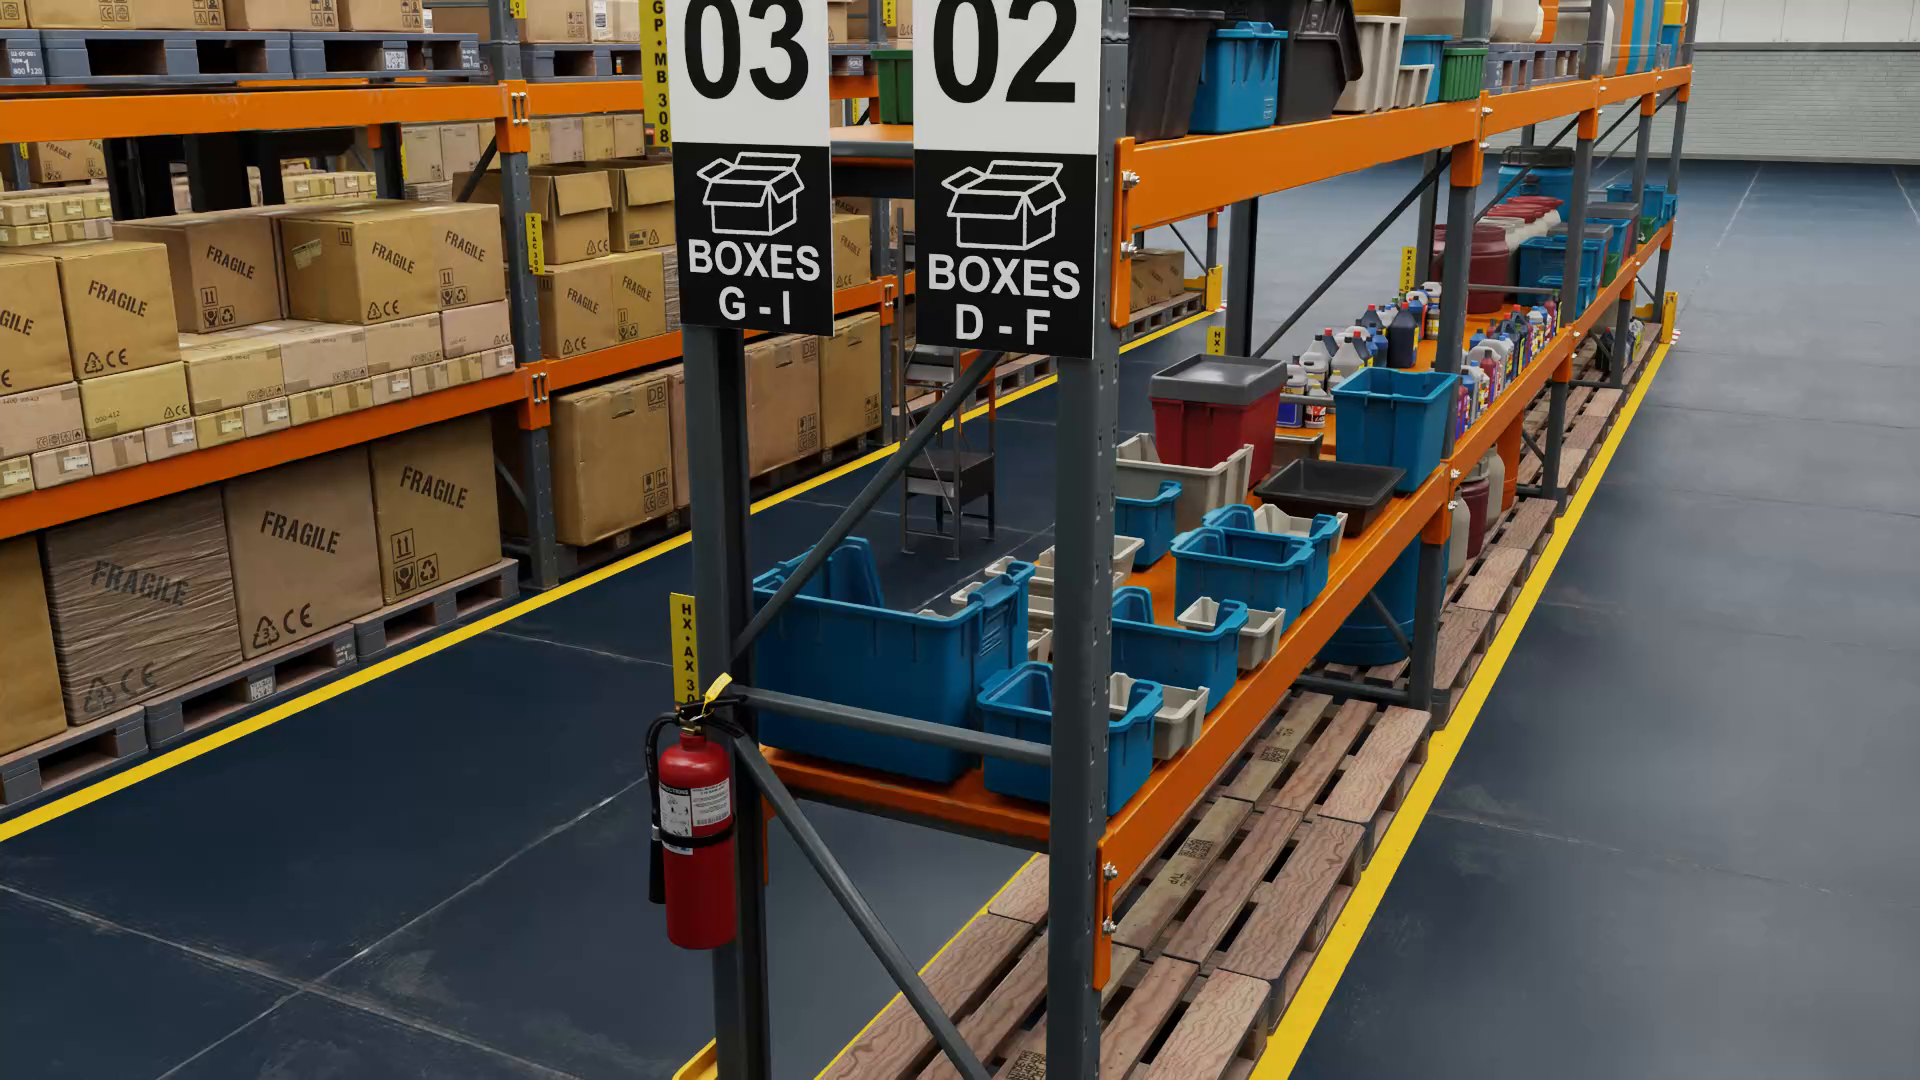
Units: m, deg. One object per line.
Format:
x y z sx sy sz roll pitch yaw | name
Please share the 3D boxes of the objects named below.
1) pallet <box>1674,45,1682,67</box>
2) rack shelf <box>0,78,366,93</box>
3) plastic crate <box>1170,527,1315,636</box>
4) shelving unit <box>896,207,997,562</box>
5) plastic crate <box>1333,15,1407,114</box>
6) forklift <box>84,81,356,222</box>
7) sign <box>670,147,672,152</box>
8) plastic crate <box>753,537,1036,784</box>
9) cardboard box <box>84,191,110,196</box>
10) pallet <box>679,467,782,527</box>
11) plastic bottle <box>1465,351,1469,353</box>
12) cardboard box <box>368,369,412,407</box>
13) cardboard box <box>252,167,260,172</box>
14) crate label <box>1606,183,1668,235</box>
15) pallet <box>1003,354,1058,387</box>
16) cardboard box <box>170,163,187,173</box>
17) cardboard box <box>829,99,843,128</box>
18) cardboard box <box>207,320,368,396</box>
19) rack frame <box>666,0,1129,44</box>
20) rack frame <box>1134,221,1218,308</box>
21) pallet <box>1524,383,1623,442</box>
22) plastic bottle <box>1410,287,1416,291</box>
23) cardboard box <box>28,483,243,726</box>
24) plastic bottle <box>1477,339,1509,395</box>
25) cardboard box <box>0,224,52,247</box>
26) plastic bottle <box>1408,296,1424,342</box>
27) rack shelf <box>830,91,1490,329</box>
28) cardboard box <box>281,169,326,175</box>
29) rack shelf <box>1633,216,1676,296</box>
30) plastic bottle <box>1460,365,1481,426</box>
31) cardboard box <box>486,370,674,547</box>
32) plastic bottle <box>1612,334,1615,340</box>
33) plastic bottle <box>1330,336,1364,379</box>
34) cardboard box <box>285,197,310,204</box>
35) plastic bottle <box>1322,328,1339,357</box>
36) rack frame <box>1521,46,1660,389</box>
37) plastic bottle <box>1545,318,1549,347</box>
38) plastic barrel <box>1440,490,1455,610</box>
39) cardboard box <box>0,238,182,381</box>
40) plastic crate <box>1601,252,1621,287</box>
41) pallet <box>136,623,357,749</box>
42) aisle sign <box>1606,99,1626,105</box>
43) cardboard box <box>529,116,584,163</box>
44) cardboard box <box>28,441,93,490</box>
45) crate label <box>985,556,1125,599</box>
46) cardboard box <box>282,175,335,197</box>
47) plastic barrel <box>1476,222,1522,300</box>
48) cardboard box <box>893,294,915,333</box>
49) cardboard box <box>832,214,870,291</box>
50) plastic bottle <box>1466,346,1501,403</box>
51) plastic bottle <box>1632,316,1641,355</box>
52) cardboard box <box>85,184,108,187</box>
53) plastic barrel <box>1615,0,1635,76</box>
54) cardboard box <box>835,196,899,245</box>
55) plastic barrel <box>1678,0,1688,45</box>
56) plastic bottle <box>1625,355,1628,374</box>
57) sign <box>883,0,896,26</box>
6.543 -4.792 16.453 1.003 0.211 1.213 8 18 25 | pallet
-6.291 -3.476 12.953 1.077 0.370 4.000 8 18 25 | rack shelf
0.844 0.128 5.014 0.416 0.233 0.300 8 18 25 | plastic crate
-0.074 -0.964 10.083 0.431 2.100 0.503 8 18 25 | shelving unit
1.118 -1.474 5.157 0.437 0.282 0.530 8 18 25 | plastic crate
-4.624 -1.664 10.980 1.130 2.935 3.031 8 18 25 | forklift
-3.120 -4.361 18.045 0.100 0.325 0.005 8 18 25 | sign
-0.166 0.278 4.153 0.616 0.435 0.499 8 18 25 | plastic crate
-6.247 -2.481 12.268 0.380 0.149 0.250 8 18 25 | cardboard box
-1.971 -0.398 11.492 1.003 0.211 1.213 8 18 25 | pallet
2.584 -0.866 8.522 0.097 0.201 0.097 0 17 0 | plastic bottle
-2.980 -0.780 8.324 0.380 0.149 0.250 8 19 26 | cardboard box
-8.283 -4.294 19.418 0.380 0.149 0.250 8 18 24 | cardboard box
6.420 -3.156 15.821 0.502 0.435 0.616 8 18 25 | crate label
0.436 -1.719 15.940 1.003 0.211 1.213 8 18 25 | pallet
-8.774 -4.369 18.530 0.500 0.500 0.500 7 18 23 | cardboard box
-2.023 -5.430 21.377 0.875 0.550 0.550 8 18 25 | cardboard box
-3.212 -0.879 7.956 0.500 0.250 0.500 9 19 26 | cardboard box
-0.149 -2.443 2.945 1.000 3.000 0.127 8 18 25 | rack frame
2.570 -4.273 19.642 1.000 3.000 0.127 8 18 25 | rack frame
4.897 -1.082 13.797 1.003 0.211 1.213 8 18 25 | pallet
2.756 -1.402 10.181 0.061 0.283 0.133 8 18 25 | plastic bottle
-3.959 0.215 7.527 0.875 0.875 0.875 8 18 25 | cardboard box
2.704 -0.891 8.474 0.152 0.276 0.135 8 18 25 | plastic bottle
-6.597 -2.138 11.637 0.380 0.149 0.250 8 19 26 | cardboard box
2.715 -1.323 9.935 0.097 0.271 0.097 0 17 0 | plastic bottle
0.745 -1.170 5.190 1.077 0.370 4.000 8 18 25 | rack shelf
-5.779 -3.164 14.567 0.380 0.149 0.250 8 18 25 | cardboard box
6.107 -2.788 15.908 1.077 0.370 4.000 8 18 25 | rack shelf
2.350 -0.689 7.795 0.152 0.276 0.135 8 18 25 | plastic bottle
-2.524 -0.565 10.151 1.225 0.875 0.875 8 18 26 | cardboard box
5.902 -1.732 15.107 0.097 0.271 0.097 0 17 0 | plastic bottle
1.886 -0.820 8.103 0.144 0.351 0.185 8 18 25 | plastic bottle
-5.556 -2.732 13.637 0.380 0.149 0.250 8 18 25 | cardboard box
1.839 -0.885 8.323 0.144 0.351 0.185 8 18 25 | plastic bottle
5.213 -2.624 14.090 1.000 3.000 0.127 8 18 25 | rack frame
3.412 -1.242 9.786 0.097 0.201 0.097 0 17 0 | plastic bottle
2.213 -0.098 8.535 0.600 0.901 0.708 8 18 25 | plastic barrel
-3.674 -0.976 6.965 0.500 0.500 0.500 8 18 24 | cardboard box
4.688 -2.043 12.506 0.450 0.188 0.662 8 18 25 | plastic crate
-3.746 0.616 8.079 1.003 0.211 1.213 8 18 25 | pallet
6.771 -4.945 17.338 0.394 0.787 0.004 8 18 25 | aisle sign
-4.281 -4.051 16.963 0.700 0.500 0.500 8 18 26 | cardboard box
-3.783 -0.323 6.784 0.380 0.149 0.250 8 18 25 | cardboard box
0.299 0.154 5.097 0.396 0.136 0.243 8 18 25 | crate label
-5.437 -2.944 13.828 0.380 0.149 0.250 9 19 27 | cardboard box
3.695 -1.948 11.618 0.421 0.512 0.421 0 17 0 | plastic barrel
-0.505 -1.918 14.015 0.500 0.250 0.500 11 20 32 | cardboard box
-1.004 -2.126 12.238 0.500 0.500 0.500 9 19 27 | cardboard box
2.600 -0.832 8.275 0.152 0.276 0.135 8 18 25 | plastic bottle
6.303 -1.921 15.605 0.144 0.351 0.185 9 19 28 | plastic bottle
-6.597 -2.698 12.999 0.380 0.149 0.250 7 18 23 | cardboard box
4.279 -3.597 11.344 0.600 0.830 0.708 8 18 25 | plastic barrel
-0.800 -2.627 13.188 0.500 0.500 0.500 6 17 19 | cardboard box
6.897 -5.348 16.501 0.600 0.830 0.708 8 18 25 | plastic barrel
5.839 -1.571 14.686 0.097 0.201 0.097 0 17 0 | plastic bottle
-0.512 -3.886 12.025 0.100 0.325 0.005 8 18 25 | sign
